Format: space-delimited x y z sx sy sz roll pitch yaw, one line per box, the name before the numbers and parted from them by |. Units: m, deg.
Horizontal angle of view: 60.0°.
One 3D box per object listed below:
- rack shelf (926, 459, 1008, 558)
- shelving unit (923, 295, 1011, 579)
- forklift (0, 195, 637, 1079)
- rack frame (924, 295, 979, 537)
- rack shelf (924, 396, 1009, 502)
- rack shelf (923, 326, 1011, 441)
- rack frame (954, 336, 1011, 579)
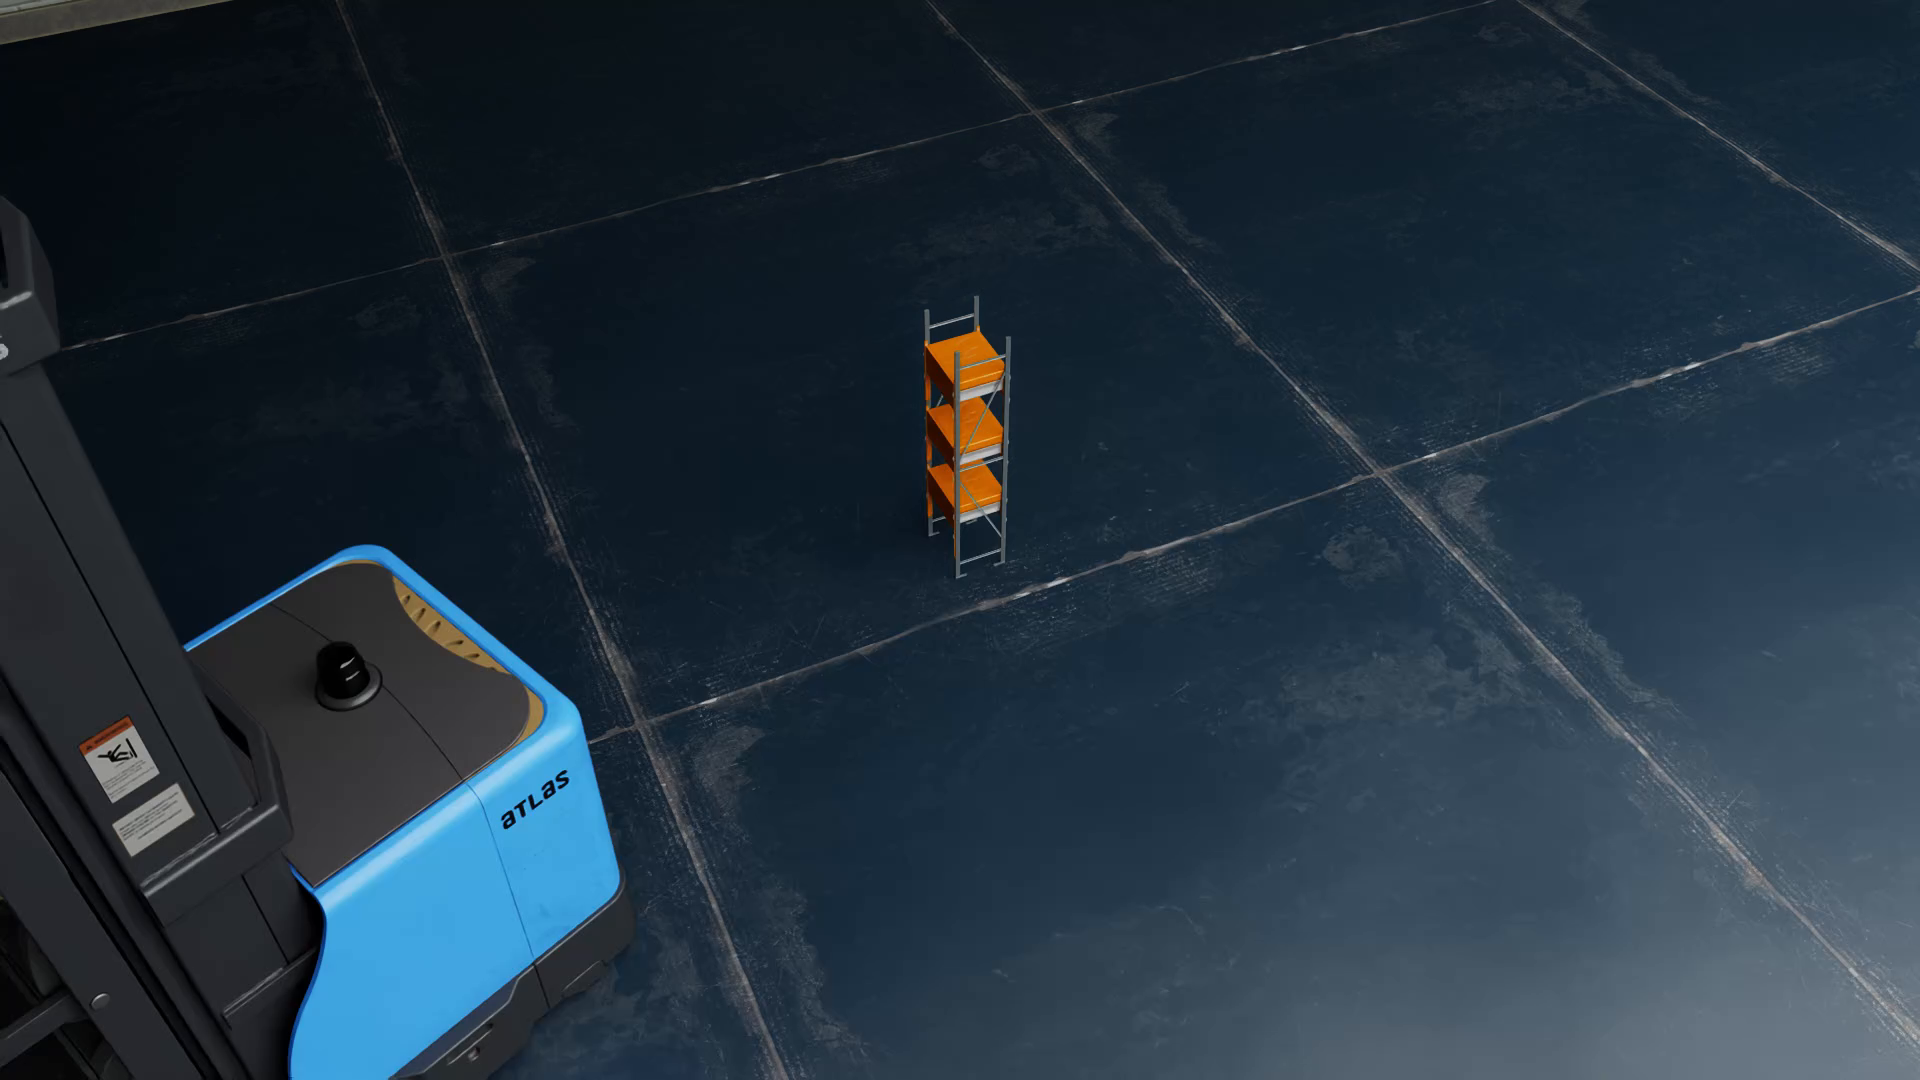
rack shelf | 0.022 -0.134 6.049 0.215 0.259 0.240 -18 47 -17
shelving unit | 0.022 -0.340 5.847 0.215 1.050 0.252 -18 47 -17
forklift | -2.331 0.700 3.454 1.130 2.935 3.031 33 53 29
rack frame | -0.029 -0.417 5.926 0.200 1.050 0.008 -18 47 -17
rack shelf | 0.022 -0.332 5.854 0.215 0.259 0.240 -18 47 -17
rack shelf | 0.022 -0.534 5.655 0.215 0.259 0.240 -18 47 -17
rack frame | 0.074 -0.262 5.768 0.200 1.050 0.008 -18 47 -17
